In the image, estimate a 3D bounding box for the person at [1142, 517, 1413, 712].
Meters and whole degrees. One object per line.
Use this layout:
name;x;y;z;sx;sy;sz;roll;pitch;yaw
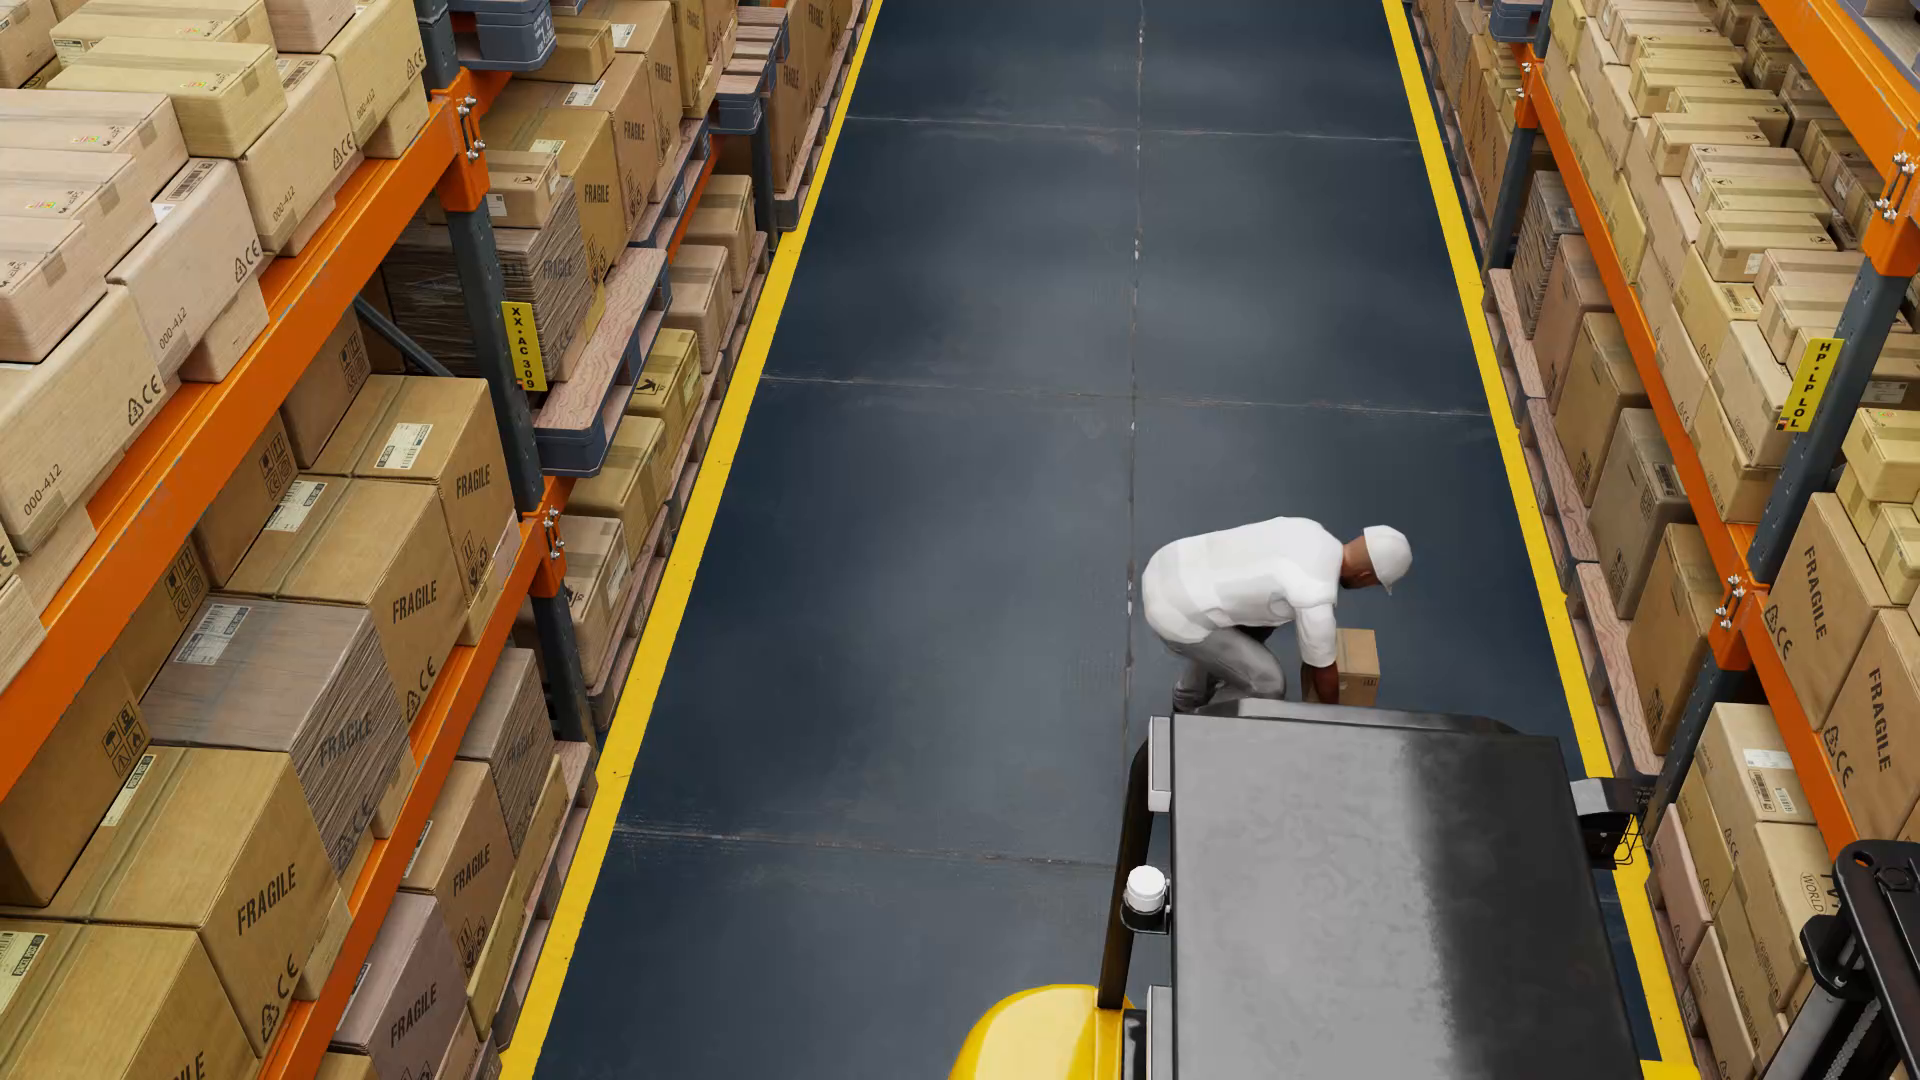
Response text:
person;1.158;0.354;6.291;0.961;1.026;0.522;2;40;2
